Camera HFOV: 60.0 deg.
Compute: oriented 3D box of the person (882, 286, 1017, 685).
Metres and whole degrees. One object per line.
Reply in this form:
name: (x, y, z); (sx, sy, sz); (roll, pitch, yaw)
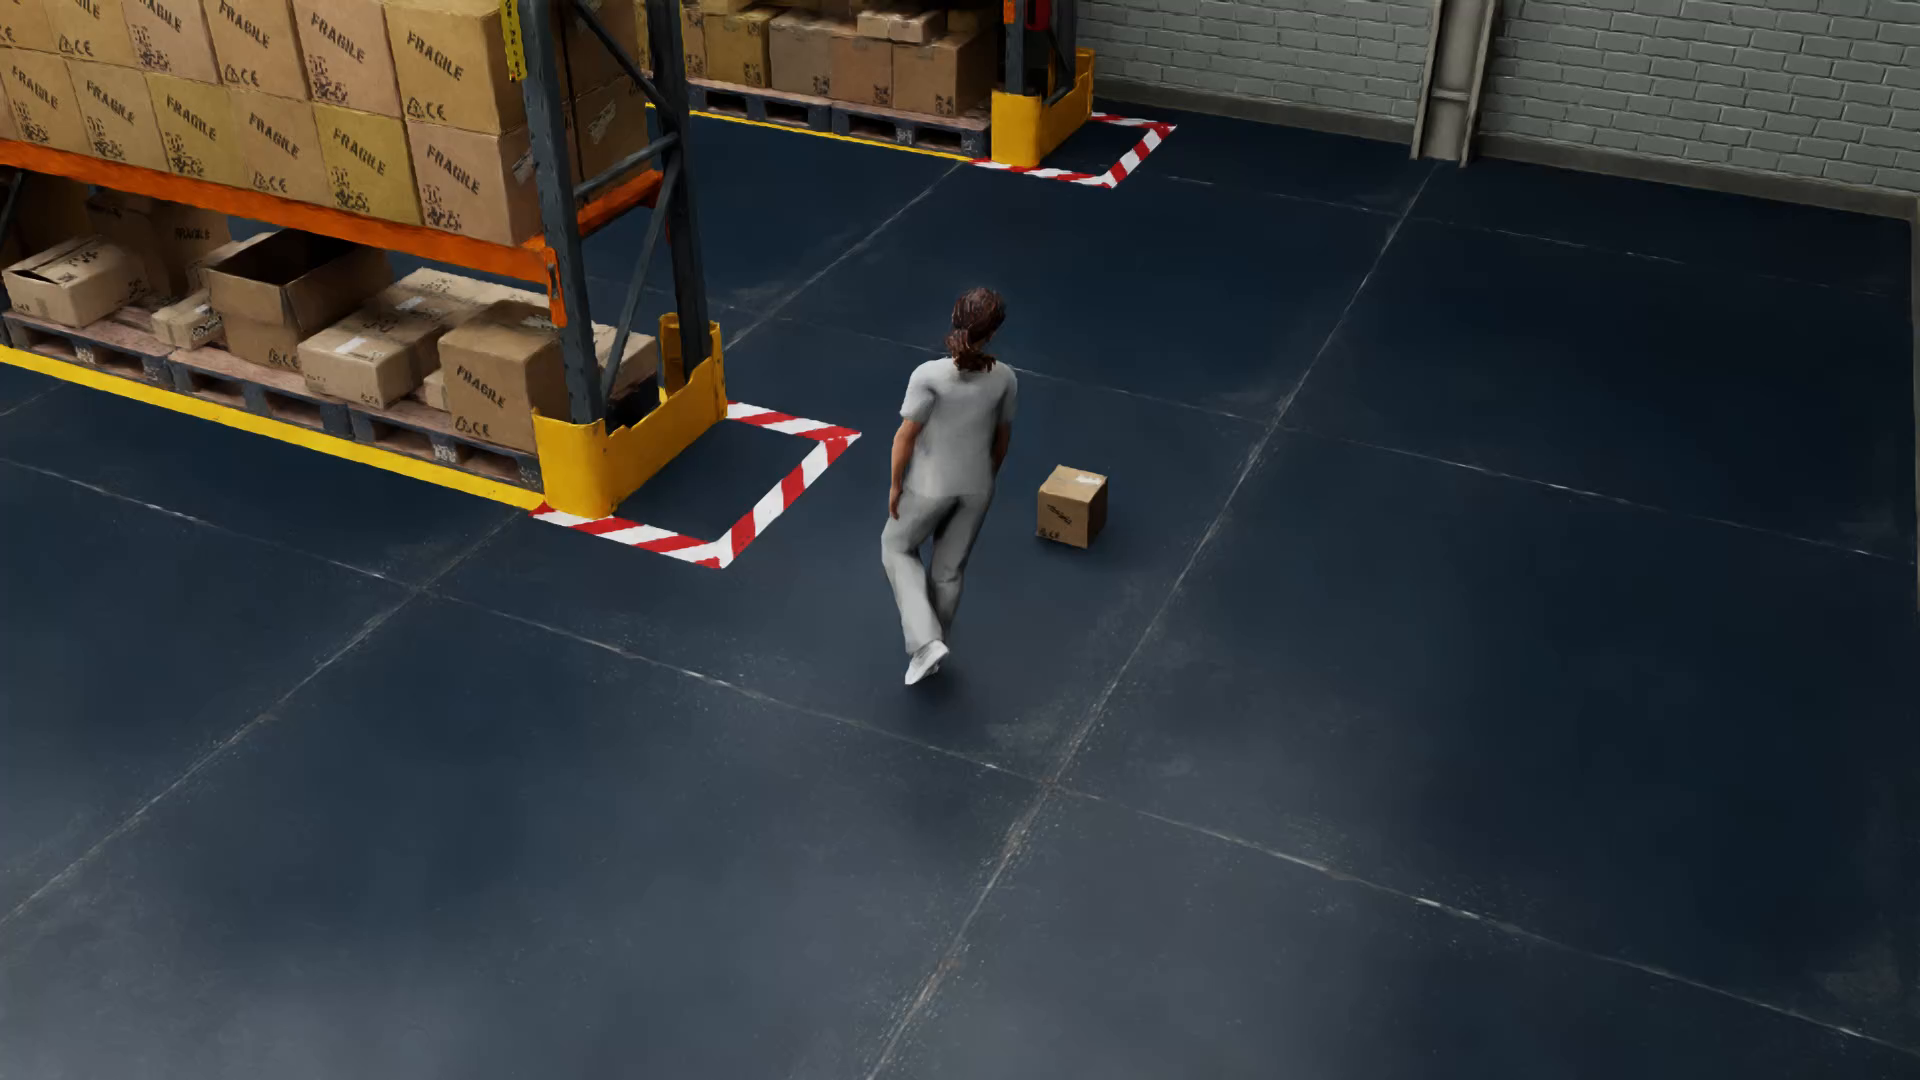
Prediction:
person: (-0.024, -0.160, 6.406); (0.510, 1.620, 0.526); (-9, 35, -14)
